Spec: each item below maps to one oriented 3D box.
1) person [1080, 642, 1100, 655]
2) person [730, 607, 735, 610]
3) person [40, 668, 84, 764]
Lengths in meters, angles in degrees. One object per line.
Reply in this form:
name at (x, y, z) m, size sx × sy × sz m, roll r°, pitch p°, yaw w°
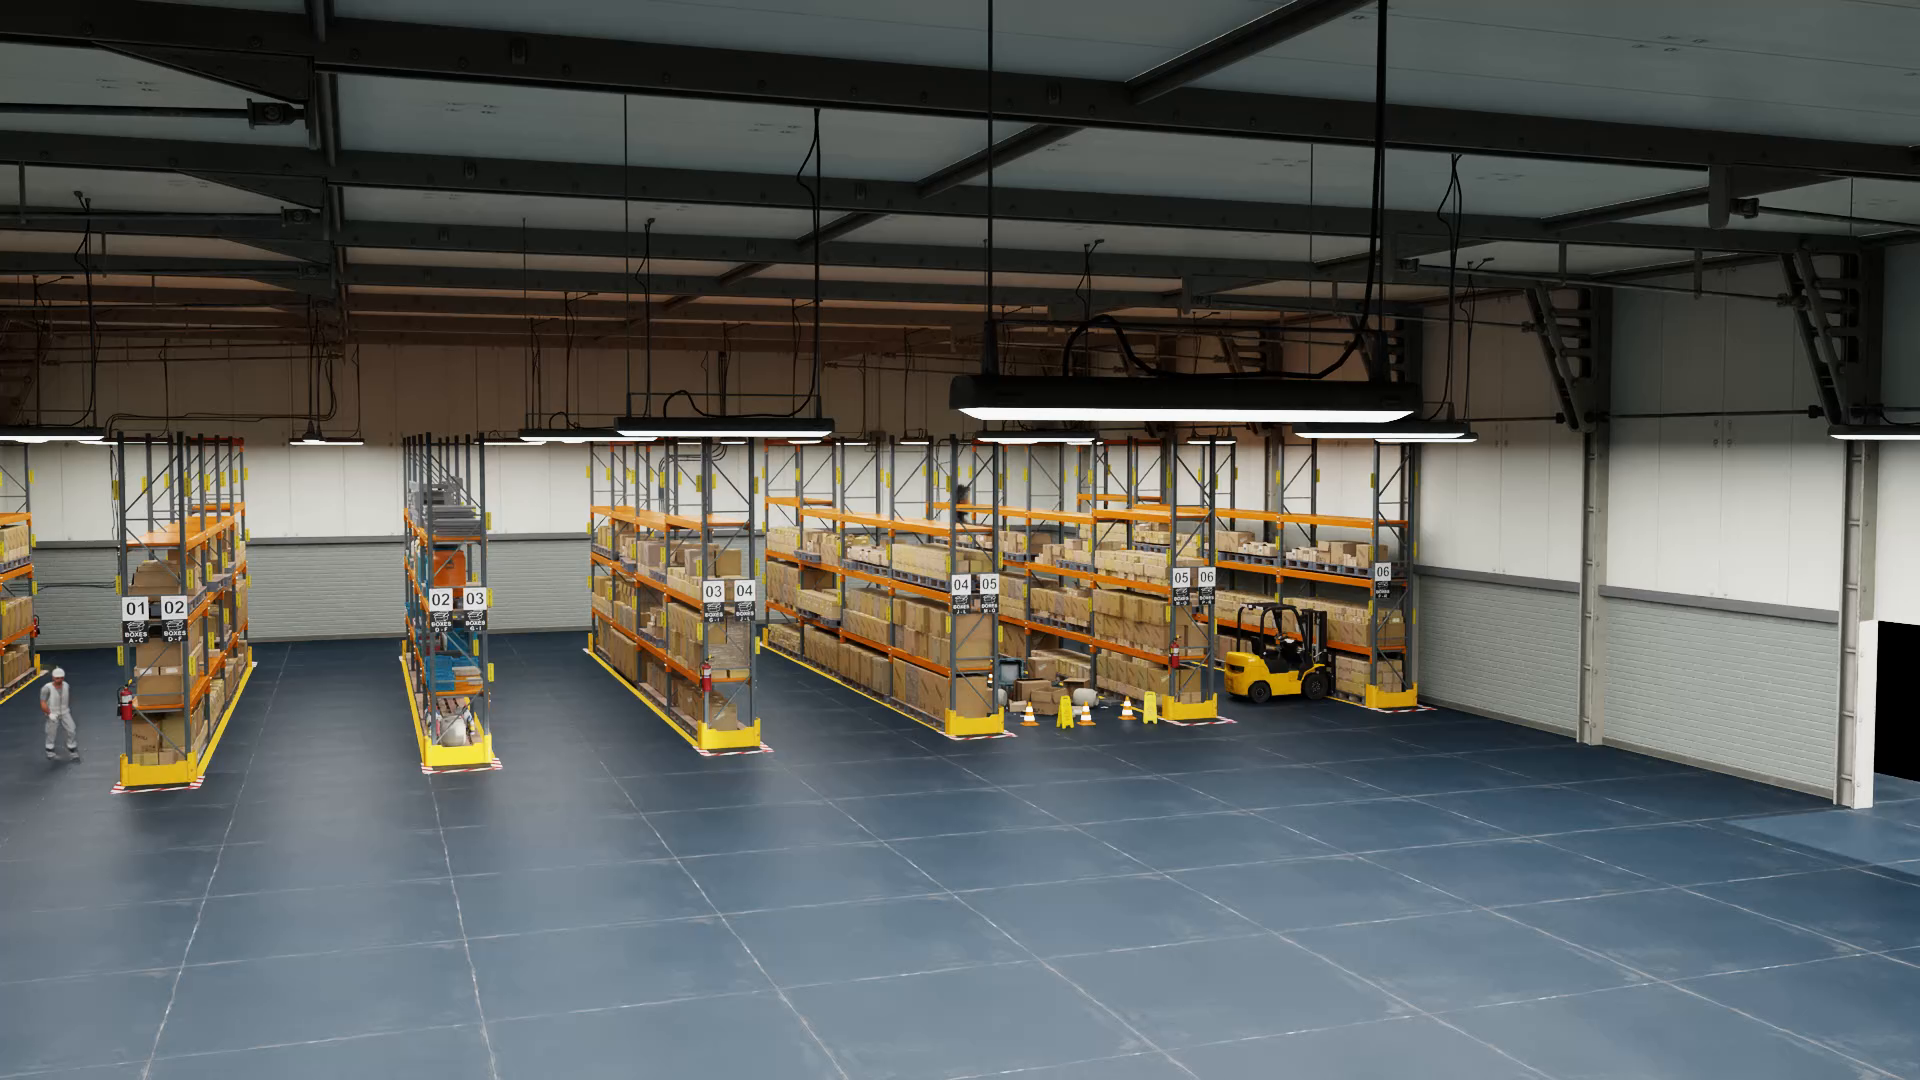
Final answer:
person at (3.494, 2.354, 45.393) m, size 0.666 × 1.696 × 0.905 m, roll -2°, pitch 4°, yaw -26°
person at (-6.583, 2.256, 48.622) m, size 0.714 × 1.674 × 1.013 m, roll 0°, pitch 3°, yaw -3°
person at (-16.345, 3.207, 30.136) m, size 0.786 × 1.815 × 0.625 m, roll 3°, pitch 4°, yaw 42°
